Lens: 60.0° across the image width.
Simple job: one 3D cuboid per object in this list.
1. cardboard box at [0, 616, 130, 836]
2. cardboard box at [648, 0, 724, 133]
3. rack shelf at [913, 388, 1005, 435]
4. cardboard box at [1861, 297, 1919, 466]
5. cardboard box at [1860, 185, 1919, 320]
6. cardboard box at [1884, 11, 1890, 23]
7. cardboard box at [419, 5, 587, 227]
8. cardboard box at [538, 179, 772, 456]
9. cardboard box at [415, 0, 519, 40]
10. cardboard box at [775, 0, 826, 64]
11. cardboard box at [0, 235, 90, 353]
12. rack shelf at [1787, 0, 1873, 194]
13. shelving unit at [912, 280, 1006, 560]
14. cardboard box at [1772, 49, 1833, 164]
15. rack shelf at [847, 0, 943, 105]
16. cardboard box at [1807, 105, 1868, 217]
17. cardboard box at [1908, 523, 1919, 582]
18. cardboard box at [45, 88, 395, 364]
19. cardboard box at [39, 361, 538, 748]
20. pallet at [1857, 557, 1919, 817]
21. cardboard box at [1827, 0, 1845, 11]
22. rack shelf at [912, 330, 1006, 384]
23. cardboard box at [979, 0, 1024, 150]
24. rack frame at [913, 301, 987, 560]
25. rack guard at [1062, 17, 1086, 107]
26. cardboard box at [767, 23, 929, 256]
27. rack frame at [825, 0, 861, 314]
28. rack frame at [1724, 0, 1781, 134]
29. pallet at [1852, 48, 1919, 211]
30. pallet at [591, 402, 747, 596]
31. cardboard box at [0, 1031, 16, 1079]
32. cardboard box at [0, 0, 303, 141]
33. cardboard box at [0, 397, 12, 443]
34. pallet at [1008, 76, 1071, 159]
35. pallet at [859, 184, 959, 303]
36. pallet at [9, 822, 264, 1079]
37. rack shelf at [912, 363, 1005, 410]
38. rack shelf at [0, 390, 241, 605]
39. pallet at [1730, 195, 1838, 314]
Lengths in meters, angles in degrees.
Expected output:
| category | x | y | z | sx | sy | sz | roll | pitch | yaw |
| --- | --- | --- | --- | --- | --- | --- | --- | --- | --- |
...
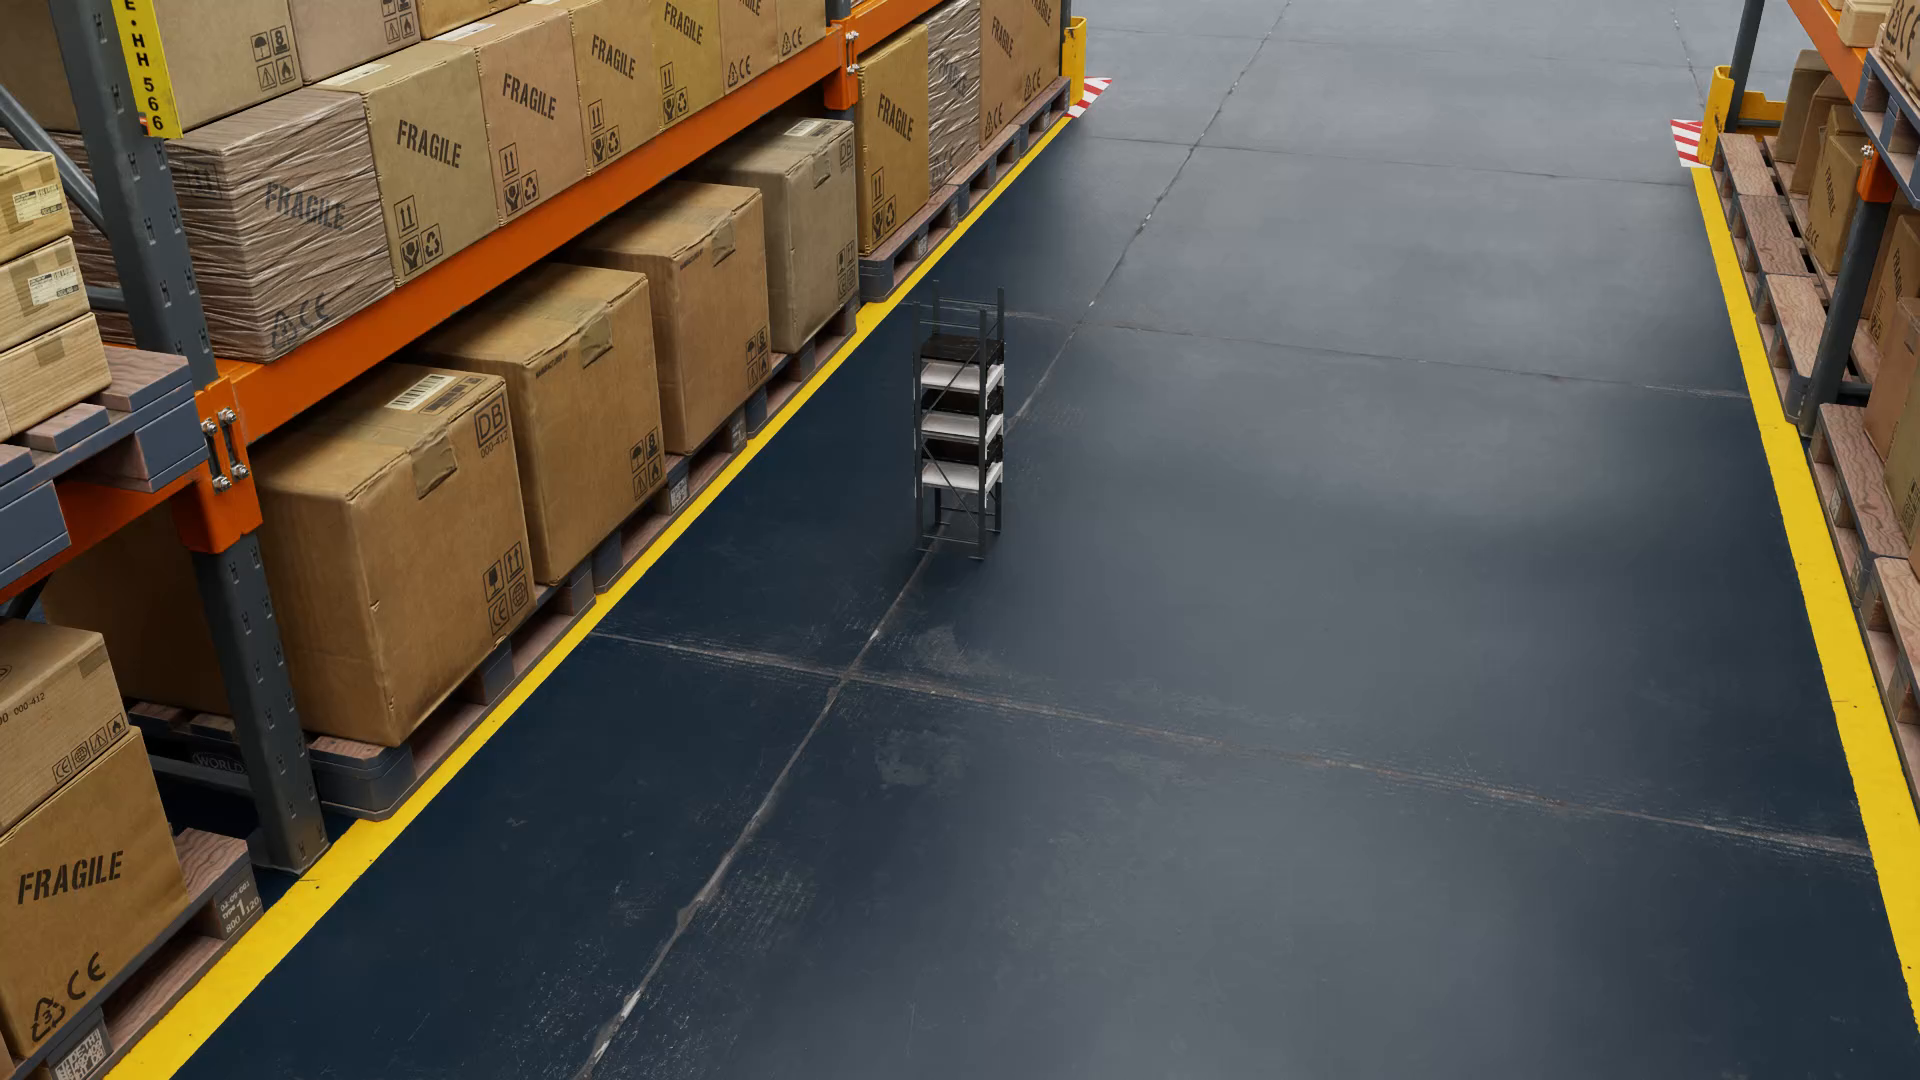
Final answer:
| category | x | y | z | sx | sy | sz | roll | pitch | yaw |
| --- | --- | --- | --- | --- | --- | --- | --- | --- | --- |
| cardboard box | -2.077 | 0.382 | 3.346 | 0.500 | 0.250 | 0.500 | 8 | 30 | 14 |
| cardboard box | -1.147 | -1.707 | 5.629 | 0.500 | 0.500 | 0.500 | 9 | 30 | 15 |
| rack shelf | -0.002 | -0.439 | 5.497 | 0.258 | 0.077 | 0.200 | 8 | 30 | 15 |
| cardboard box | 3.558 | -0.476 | 5.639 | 0.700 | 0.500 | 0.500 | 6 | 30 | 11 |
| cardboard box | 4.075 | -1.197 | 6.956 | 0.500 | 0.500 | 0.500 | 19 | 34 | 30 |
| cardboard box | 3.754 | -1.913 | 6.362 | 0.380 | 0.149 | 0.250 | 8 | 30 | 15 |
| cardboard box | -1.442 | -1.239 | 4.789 | 0.500 | 0.500 | 0.500 | 8 | 30 | 15 |
| cardboard box | -1.336 | -0.865 | 6.101 | 1.050 | 0.750 | 0.750 | 8 | 30 | 15 |
| cardboard box | -1.690 | -1.716 | 4.618 | 0.700 | 0.500 | 0.500 | 8 | 30 | 14 |
| cardboard box | -0.851 | -2.176 | 6.474 | 0.500 | 0.500 | 0.500 | 8 | 30 | 15 |
| cardboard box | -1.837 | -0.464 | 3.018 | 0.380 | 0.149 | 0.250 | 9 | 30 | 16 |
| rack shelf | 4.346 | -2.274 | 7.491 | 1.077 | 0.370 | 4.000 | 8 | 30 | 15 |
| shelving unit | -0.002 | -0.389 | 5.524 | 0.258 | 0.900 | 0.210 | 8 | 30 | 15 |
| cardboard box | 4.733 | -2.321 | 8.976 | 0.500 | 0.500 | 0.500 | 14 | 32 | 24 |
| rack shelf | -0.366 | -3.028 | 8.848 | 1.077 | 0.370 | 4.000 | 8 | 30 | 15 |
| cardboard box | 4.389 | -1.750 | 7.949 | 0.500 | 0.500 | 0.500 | 11 | 31 | 20 |
| cardboard box | 3.236 | 0.003 | 4.778 | 0.700 | 0.500 | 0.500 | 6 | 30 | 11 |
| cardboard box | -1.737 | -0.768 | 3.942 | 0.500 | 0.500 | 0.500 | 9 | 30 | 15 |
| cardboard box | -1.863 | -0.025 | 4.591 | 1.050 | 0.750 | 0.750 | 8 | 30 | 14 |
| pallet | 3.175 | 0.491 | 4.650 | 1.003 | 0.211 | 1.213 | 8 | 30 | 15 |
| cardboard box | 3.995 | -2.386 | 7.211 | 0.380 | 0.149 | 0.250 | 8 | 30 | 15 |
| rack shelf | -0.002 | -0.596 | 5.409 | 0.258 | 0.077 | 0.200 | 8 | 30 | 15 |
| cardboard box | -0.171 | -2.793 | 9.439 | 0.875 | 0.875 | 0.875 | 8 | 30 | 14 |
| rack frame | -0.032 | -0.342 | 5.440 | 0.240 | 0.900 | 0.006 | 8 | 30 | 15 |
| rack guard | 0.228 | -3.191 | 10.972 | 1.175 | 0.500 | 0.348 | 8 | 30 | 15 |
| cardboard box | -0.702 | -1.951 | 7.924 | 0.875 | 0.875 | 0.875 | 9 | 30 | 16 |
| rack frame | -0.953 | -2.413 | 7.003 | 1.000 | 3.000 | 0.127 | 8 | 30 | 15 |
| rack frame | 4.933 | -3.517 | 8.987 | 1.000 | 3.000 | 0.127 | 8 | 30 | 15 |
| pallet | 3.395 | -1.240 | 5.091 | 1.003 | 0.211 | 1.213 | 8 | 30 | 15 |
| pallet | -1.464 | -0.257 | 5.994 | 1.003 | 0.211 | 1.213 | 8 | 30 | 15 |
| cardboard box | -2.226 | 0.938 | 3.117 | 0.500 | 0.500 | 0.500 | 10 | 31 | 17 |
| cardboard box | -1.986 | -1.242 | 3.766 | 0.700 | 0.500 | 0.500 | 8 | 30 | 15 |
| cardboard box | -1.907 | -0.218 | 2.883 | 0.380 | 0.149 | 0.250 | 8 | 30 | 15 |
| pallet | 0.061 | -2.671 | 10.334 | 1.003 | 0.211 | 1.213 | 8 | 30 | 15 |
| pallet | -0.655 | -1.537 | 8.296 | 1.003 | 0.211 | 1.213 | 8 | 30 | 15 |
| pallet | -2.358 | 1.027 | 3.686 | 1.003 | 0.211 | 1.213 | 8 | 30 | 15 |
| rack shelf | -0.002 | -0.518 | 5.453 | 0.258 | 0.077 | 0.200 | 8 | 30 | 15 |
| rack shelf | -2.714 | 0.689 | 2.165 | 1.077 | 0.370 | 4.000 | 8 | 30 | 15 |
| pallet | 4.278 | -1.326 | 7.916 | 1.003 | 0.211 | 1.213 | 8 | 30 | 15 |
